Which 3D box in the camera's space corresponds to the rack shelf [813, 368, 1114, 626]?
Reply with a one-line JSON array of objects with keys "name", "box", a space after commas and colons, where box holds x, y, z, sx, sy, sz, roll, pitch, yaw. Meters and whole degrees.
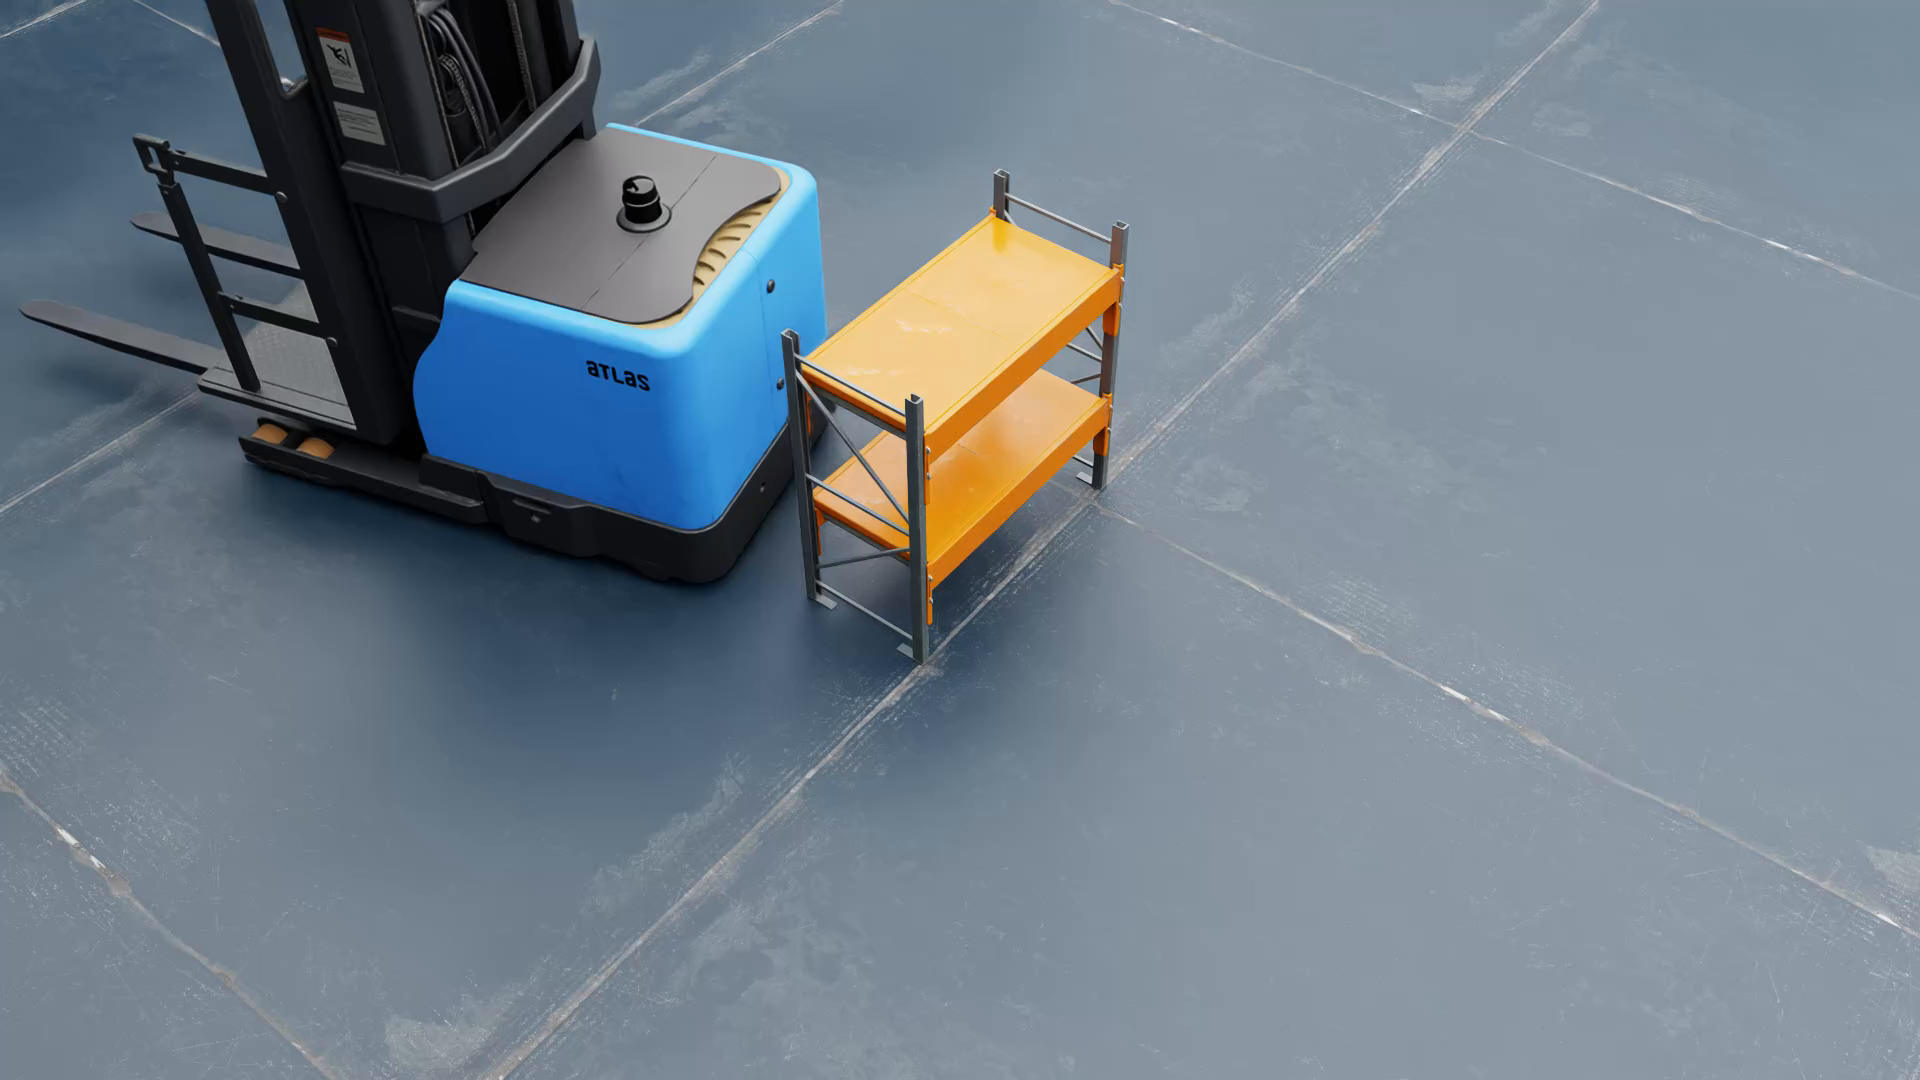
[{"name": "rack shelf", "box": [0.004, -0.224, 5.524, 0.538, 0.278, 1.000, 29, 53, 25]}]

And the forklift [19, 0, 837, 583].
[{"name": "forklift", "box": [-2.023, -1.551, 5.205, 3.031, 2.935, 1.130, 16, 48, 15]}]

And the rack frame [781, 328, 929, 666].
[{"name": "rack frame", "box": [-0.307, -0.102, 5.069, 0.500, 1.125, 0.032, 29, 53, 25]}]

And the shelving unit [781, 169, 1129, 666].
[{"name": "shelving unit", "box": [0.004, -0.392, 5.347, 0.538, 1.125, 1.048, 29, 53, 25]}]

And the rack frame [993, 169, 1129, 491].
[{"name": "rack frame", "box": [0.315, -0.683, 5.625, 0.500, 1.125, 0.032, 29, 53, 25]}]

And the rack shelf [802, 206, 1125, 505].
[{"name": "rack shelf", "box": [0.004, -0.595, 5.135, 0.538, 0.278, 1.000, 29, 53, 25]}]
